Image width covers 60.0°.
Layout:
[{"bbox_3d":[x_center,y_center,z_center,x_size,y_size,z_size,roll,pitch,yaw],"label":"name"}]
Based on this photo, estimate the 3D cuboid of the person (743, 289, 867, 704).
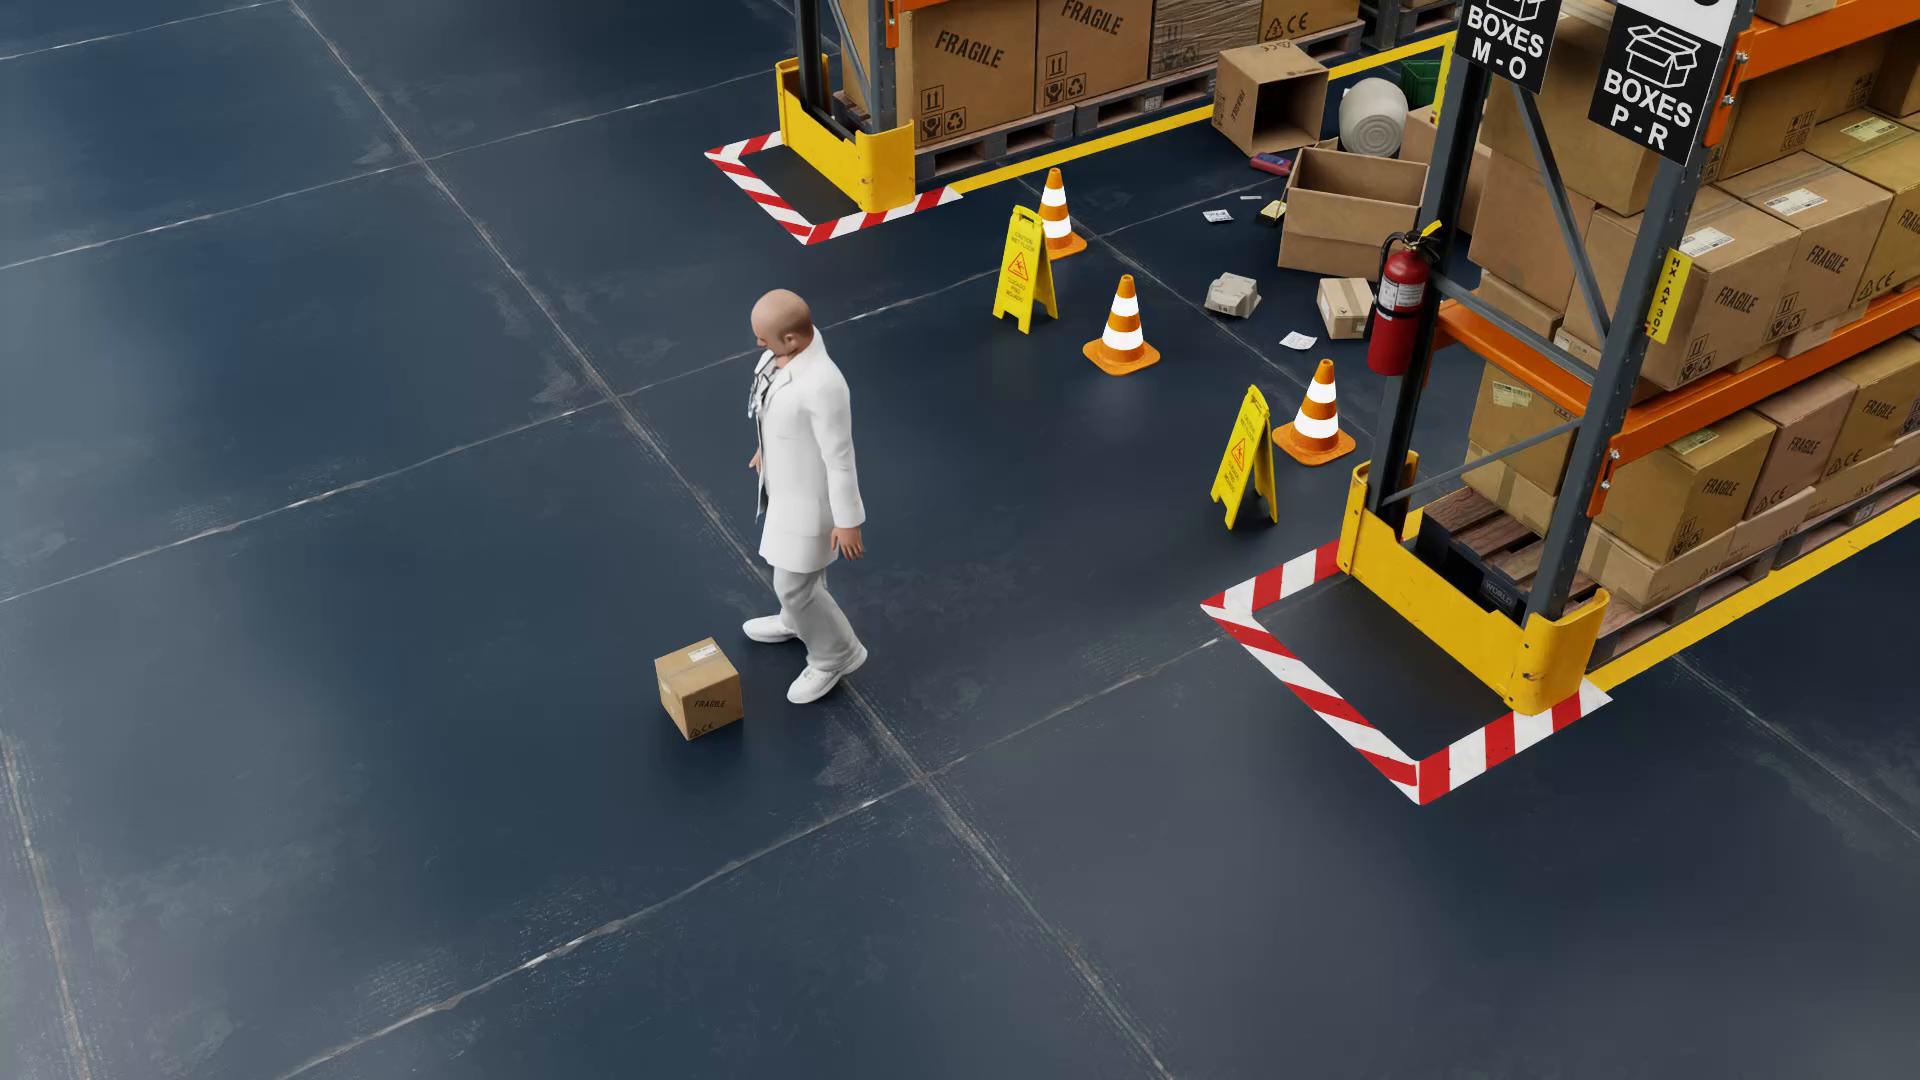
[{"bbox_3d":[-0.638,-0.183,6.373,0.442,1.803,0.707,-12,42,-14],"label":"person"}]
